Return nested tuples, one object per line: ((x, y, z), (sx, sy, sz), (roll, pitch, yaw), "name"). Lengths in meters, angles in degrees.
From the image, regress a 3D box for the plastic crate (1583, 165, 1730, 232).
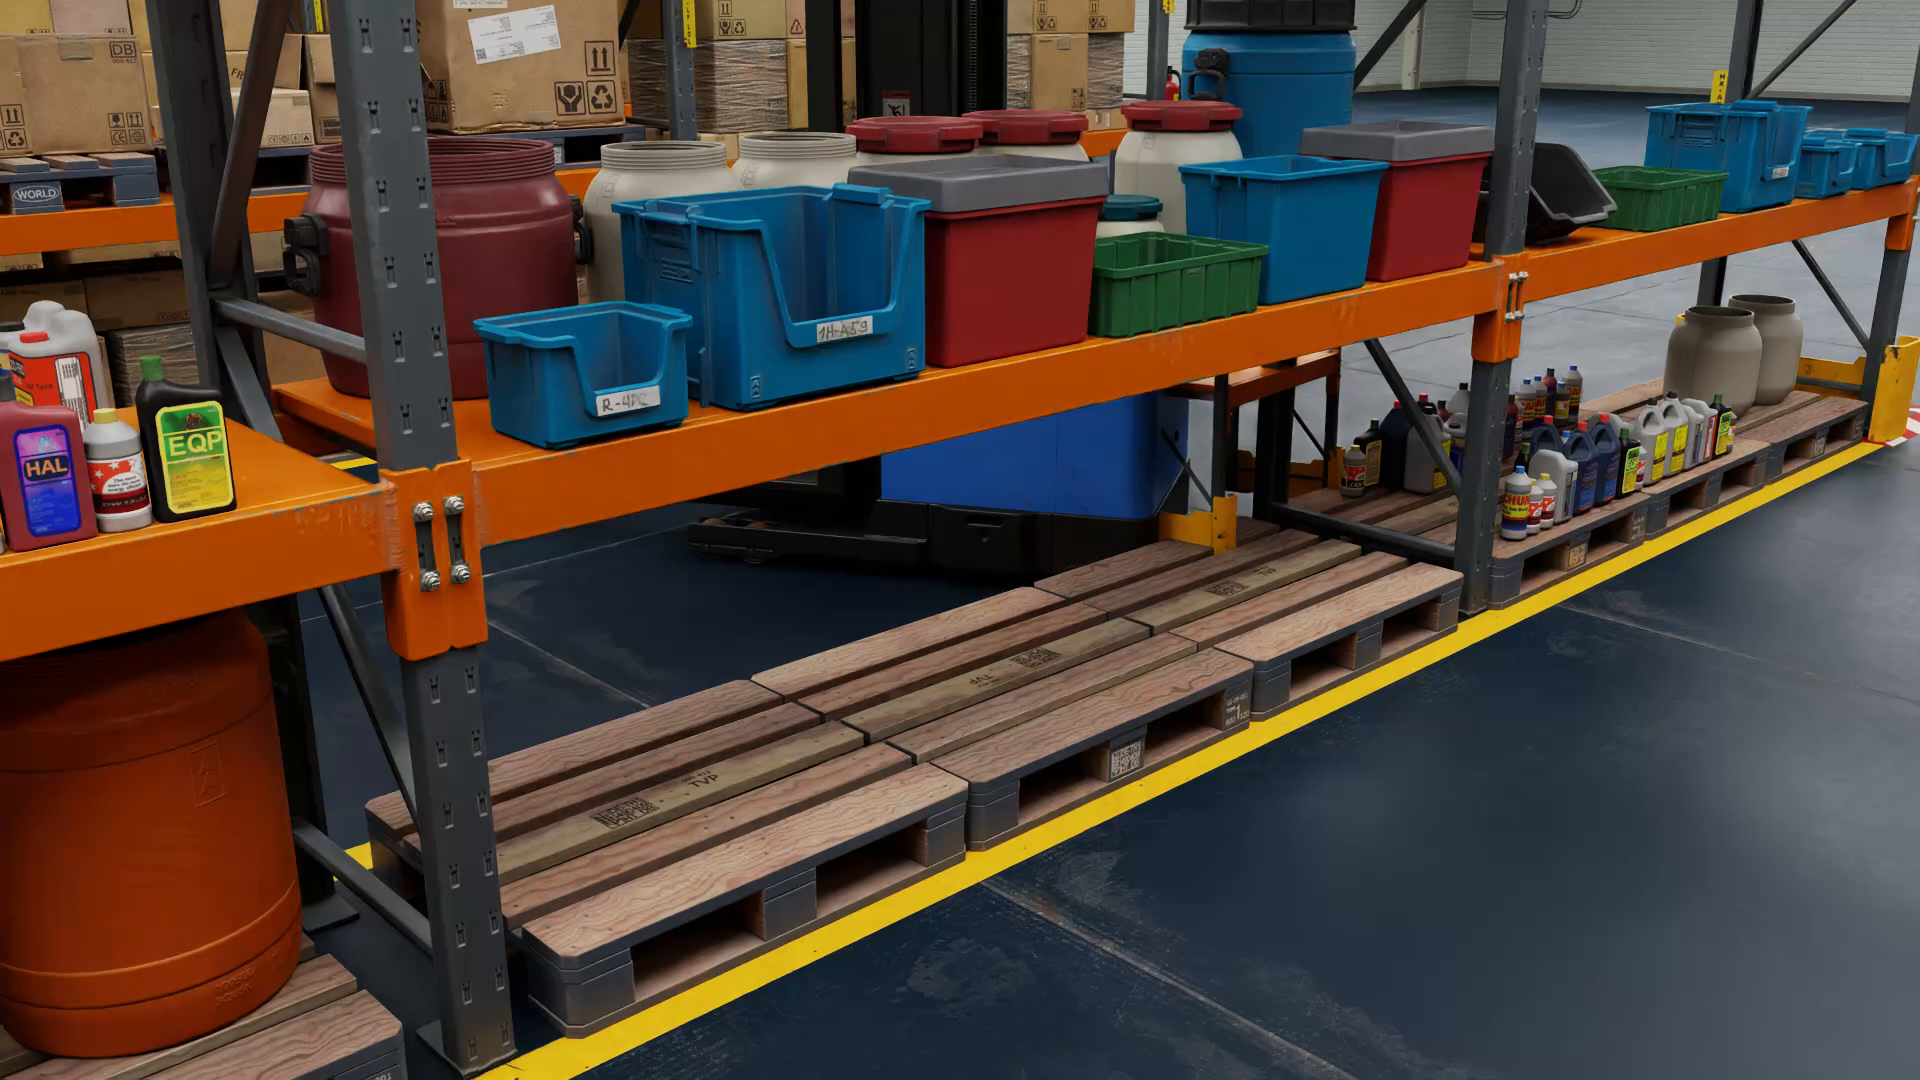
((2.750, -1.389, 6.748), (0.662, 0.188, 0.450), (-16, 24, -41), "plastic crate")

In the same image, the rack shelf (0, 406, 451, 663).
((-2.790, 0.349, 2.213), (4.000, 0.370, 1.077), (-16, 24, -41), "rack shelf")

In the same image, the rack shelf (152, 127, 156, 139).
((-6.621, -2.742, 11.745), (4.000, 0.370, 1.077), (-16, 24, -41), "rack shelf")

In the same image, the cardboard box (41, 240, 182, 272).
((-6.260, -2.282, 12.127), (0.750, 0.750, 1.050), (-16, 24, -41), "cardboard box")

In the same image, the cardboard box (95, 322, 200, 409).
((-3.872, -0.815, 7.973), (0.700, 0.500, 0.500), (15, 24, 39), "cardboard box")

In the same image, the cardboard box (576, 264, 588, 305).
((-2.294, -1.270, 9.378), (0.700, 0.500, 0.500), (16, 24, 40), "cardboard box")

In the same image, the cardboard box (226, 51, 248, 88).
((-5.363, -3.385, 12.400), (0.500, 0.500, 0.500), (-16, 24, -41), "cardboard box")

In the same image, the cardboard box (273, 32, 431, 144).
((-3.029, -2.236, 8.169), (0.637, 0.503, 0.797), (-13, 22, -35), "cardboard box")

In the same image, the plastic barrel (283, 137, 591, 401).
((-1.208, -0.648, 3.900), (0.708, 0.536, 0.600), (-16, 24, -41), "plastic barrel")

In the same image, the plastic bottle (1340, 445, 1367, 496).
((1.619, -0.290, 6.839), (0.097, 0.201, 0.097), (0, 18, 0), "plastic bottle")

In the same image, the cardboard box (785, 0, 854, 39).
((-0.969, -3.184, 9.677), (0.500, 0.500, 0.500), (-16, 24, -41), "cardboard box")

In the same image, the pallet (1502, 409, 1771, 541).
((2.973, -0.331, 7.665), (1.213, 0.211, 1.003), (-16, 24, -41), "pallet")

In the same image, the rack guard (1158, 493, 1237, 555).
((0.780, -0.084, 6.372), (0.587, 0.250, 0.087), (10, 19, 35), "rack guard")

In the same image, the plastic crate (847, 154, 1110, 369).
((0.048, -0.722, 4.244), (0.583, 0.464, 0.402), (-16, 24, -41), "plastic crate")

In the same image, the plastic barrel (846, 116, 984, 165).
((-0.123, -0.929, 4.766), (0.433, 0.535, 0.433), (0, 18, 0), "plastic barrel")

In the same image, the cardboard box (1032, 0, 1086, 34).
((0.484, -3.608, 10.984), (0.500, 0.500, 0.500), (-16, 24, -41), "cardboard box")

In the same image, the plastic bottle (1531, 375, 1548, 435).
((2.696, -0.637, 7.797), (0.097, 0.271, 0.097), (0, 18, 0), "plastic bottle")

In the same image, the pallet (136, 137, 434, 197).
((-3.329, -1.865, 8.184), (1.213, 0.211, 1.003), (-16, 24, -41), "pallet")

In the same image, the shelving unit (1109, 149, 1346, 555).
((1.065, -0.796, 6.597), (0.587, 1.500, 1.083), (10, 19, 35), "shelving unit")

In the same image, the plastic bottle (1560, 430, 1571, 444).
((2.464, -0.312, 6.795), (0.097, 0.271, 0.097), (0, 18, 0), "plastic bottle")

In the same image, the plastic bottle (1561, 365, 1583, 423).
((2.945, -0.710, 8.021), (0.097, 0.271, 0.097), (0, 18, 0), "plastic bottle")

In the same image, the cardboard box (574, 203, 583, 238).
((-3.346, -3.199, 14.753), (0.875, 0.875, 0.875), (-17, 24, -42), "cardboard box")

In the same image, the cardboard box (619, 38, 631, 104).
((-3.377, -4.126, 14.604), (0.550, 0.550, 0.875), (-16, 24, -41), "cardboard box")

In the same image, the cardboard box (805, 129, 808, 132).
((-0.942, -2.398, 9.925), (0.250, 0.149, 0.380), (-16, 24, -41), "cardboard box")

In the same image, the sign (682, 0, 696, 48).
((-1.449, -2.802, 8.887), (0.005, 0.325, 0.100), (-16, 24, -41), "sign")

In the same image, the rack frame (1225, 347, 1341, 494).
((1.369, -0.909, 7.000), (0.500, 1.500, 0.032), (10, 19, 35), "rack frame")

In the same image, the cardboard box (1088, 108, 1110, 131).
((0.826, -2.944, 11.608), (0.250, 0.149, 0.380), (-16, 24, -41), "cardboard box")

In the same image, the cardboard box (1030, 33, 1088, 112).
((0.374, -3.168, 11.249), (0.500, 0.500, 0.875), (-16, 24, -41), "cardboard box")

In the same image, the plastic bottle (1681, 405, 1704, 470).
((3.140, -0.462, 7.250), (0.135, 0.276, 0.152), (-17, 25, -42), "plastic bottle")

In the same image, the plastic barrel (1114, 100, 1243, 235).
((0.724, -1.176, 5.528), (0.433, 0.535, 0.433), (0, 18, 0), "plastic barrel")

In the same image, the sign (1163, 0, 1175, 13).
((1.440, -3.795, 11.437), (0.005, 0.325, 0.100), (-16, 24, -41), "sign")

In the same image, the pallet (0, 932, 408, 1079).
((-1.881, 1.085, 3.295), (1.213, 0.211, 1.003), (-16, 24, -41), "pallet")

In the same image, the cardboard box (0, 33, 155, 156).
((-4.038, -2.039, 7.567), (0.500, 0.500, 0.700), (-12, 22, -33), "cardboard box")

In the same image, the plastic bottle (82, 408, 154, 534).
((-1.434, -0.121, 2.817), (0.097, 0.201, 0.097), (0, 18, 0), "plastic bottle")

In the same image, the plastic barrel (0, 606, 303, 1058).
((-1.680, 0.523, 3.347), (0.708, 0.830, 0.600), (-16, 24, -41), "plastic barrel")

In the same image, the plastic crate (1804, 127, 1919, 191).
((4.318, -1.869, 8.126), (0.616, 0.251, 0.499), (-16, 24, -41), "plastic crate")

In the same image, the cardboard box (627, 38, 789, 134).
((-1.464, -2.646, 9.637), (0.500, 0.500, 0.875), (-16, 24, -41), "cardboard box")

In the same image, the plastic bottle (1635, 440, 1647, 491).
((2.800, -0.316, 6.920), (0.097, 0.201, 0.097), (0, 18, 0), "plastic bottle")

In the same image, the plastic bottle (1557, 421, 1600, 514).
((2.441, -0.292, 6.604), (0.185, 0.351, 0.144), (-15, 24, -39), "plastic bottle")

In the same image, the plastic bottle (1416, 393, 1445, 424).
((1.979, -0.456, 7.109), (0.144, 0.351, 0.185), (16, 24, 41), "plastic bottle")

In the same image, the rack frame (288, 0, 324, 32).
((-5.167, -3.508, 12.941), (0.127, 3.000, 1.000), (-16, 24, -41), "rack frame")

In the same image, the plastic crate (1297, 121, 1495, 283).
((1.428, -1.124, 5.485), (0.583, 0.464, 0.402), (-16, 24, -41), "plastic crate")

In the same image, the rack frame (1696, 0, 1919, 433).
((4.476, -2.113, 8.637), (0.127, 3.000, 1.000), (-16, 24, -41), "rack frame")

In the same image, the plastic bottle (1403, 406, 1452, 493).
((1.939, -0.383, 6.884), (0.185, 0.351, 0.144), (-16, 24, -41), "plastic bottle")

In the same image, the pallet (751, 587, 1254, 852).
((0.139, 0.496, 5.112), (1.213, 0.211, 1.003), (-16, 24, -41), "pallet")

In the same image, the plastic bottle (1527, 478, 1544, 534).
((2.176, -0.134, 6.358), (0.097, 0.201, 0.097), (0, 18, 0), "plastic bottle")

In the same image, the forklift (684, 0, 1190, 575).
((-0.599, -1.447, 6.696), (3.031, 2.935, 1.130), (5, 19, 15), "forklift")

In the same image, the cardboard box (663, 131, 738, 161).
((-1.470, -2.234, 9.418), (0.250, 0.149, 0.380), (-16, 24, -41), "cardboard box")

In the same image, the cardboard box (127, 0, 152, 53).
((-5.896, -3.815, 12.105), (0.500, 0.500, 0.700), (-17, 24, -42), "cardboard box")

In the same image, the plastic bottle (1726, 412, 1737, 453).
((3.443, -0.503, 7.498), (0.097, 0.201, 0.097), (0, 18, 0), "plastic bottle")

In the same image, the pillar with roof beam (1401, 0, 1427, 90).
((14.483, -14.855, 38.212), (0.400, 9.000, 9.100), (-16, 24, -41), "pillar with roof beam")
